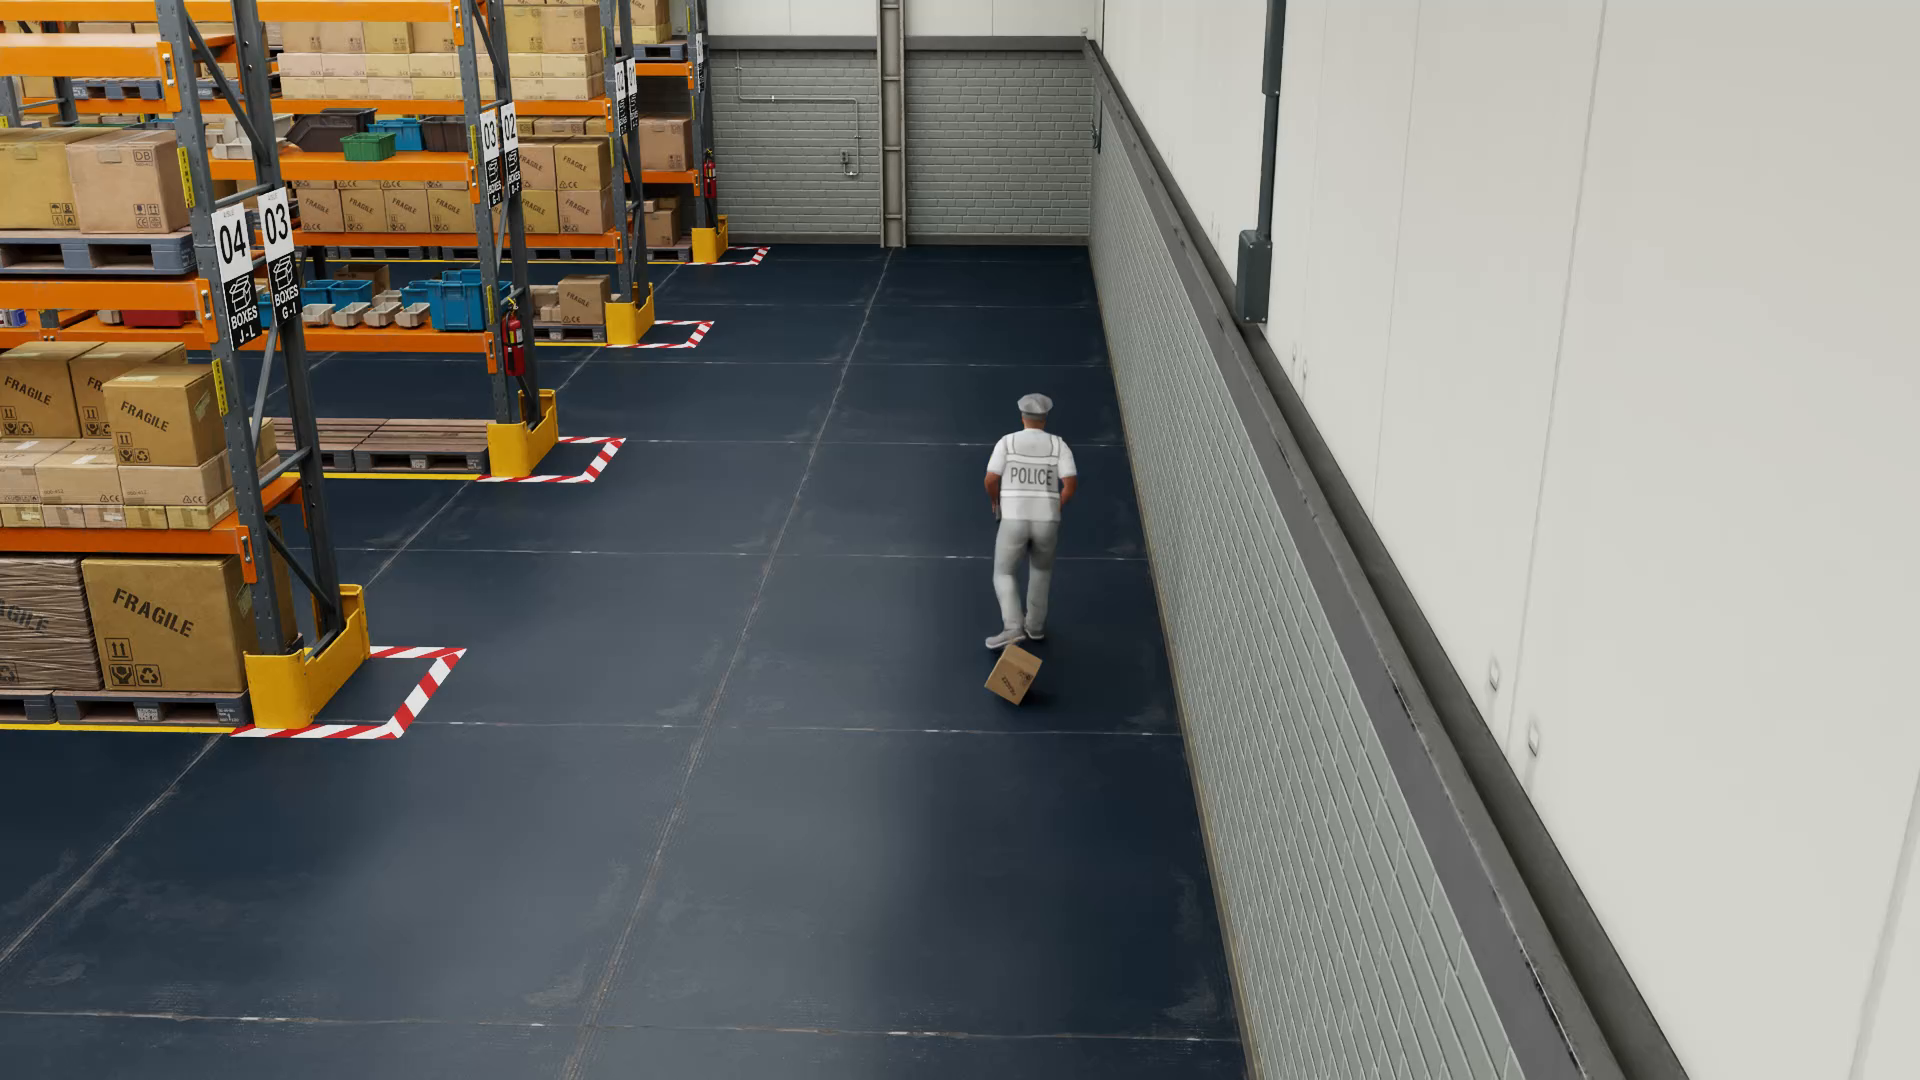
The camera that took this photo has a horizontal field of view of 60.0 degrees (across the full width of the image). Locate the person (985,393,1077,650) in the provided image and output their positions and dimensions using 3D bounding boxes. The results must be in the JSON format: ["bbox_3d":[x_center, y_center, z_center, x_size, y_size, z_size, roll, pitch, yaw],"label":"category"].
[{"bbox_3d":[0.485,-0.099,11.444,0.666,1.667,0.838,-2,21,-6],"label":"person"}]
